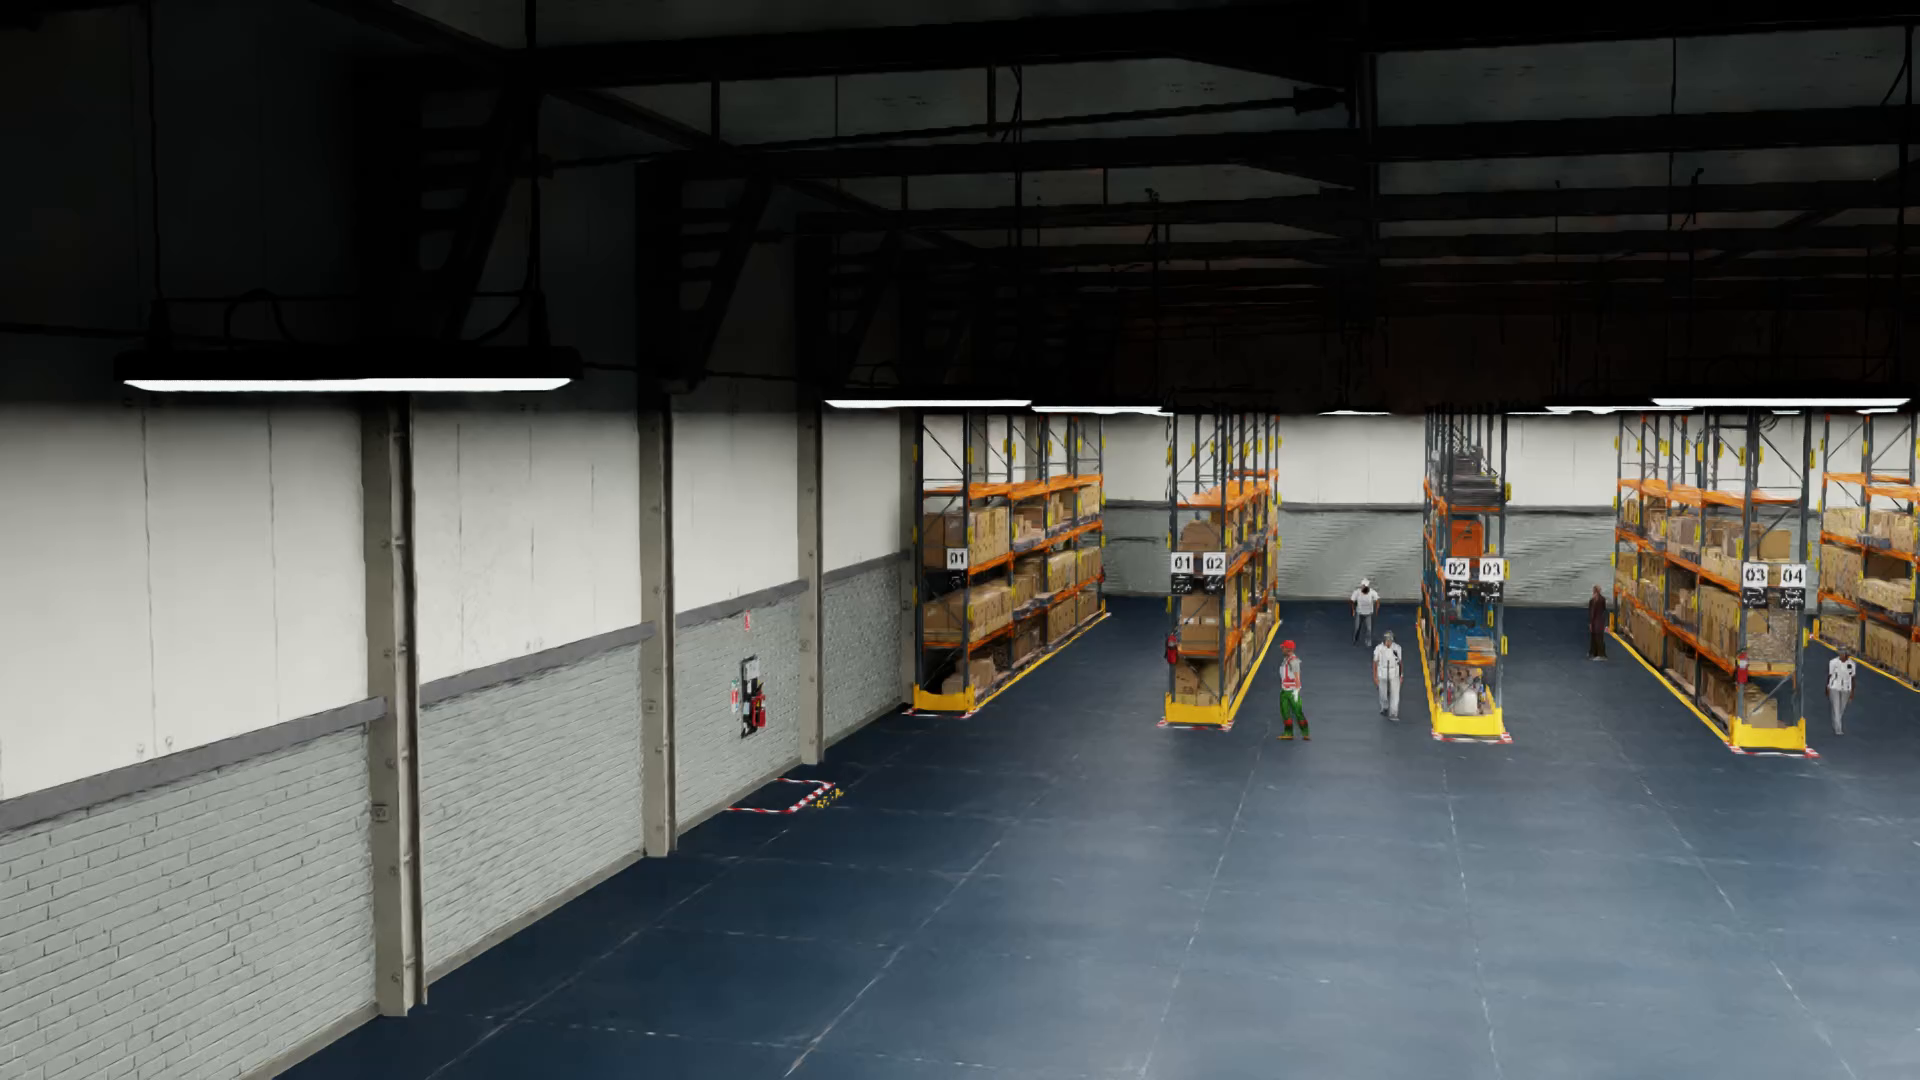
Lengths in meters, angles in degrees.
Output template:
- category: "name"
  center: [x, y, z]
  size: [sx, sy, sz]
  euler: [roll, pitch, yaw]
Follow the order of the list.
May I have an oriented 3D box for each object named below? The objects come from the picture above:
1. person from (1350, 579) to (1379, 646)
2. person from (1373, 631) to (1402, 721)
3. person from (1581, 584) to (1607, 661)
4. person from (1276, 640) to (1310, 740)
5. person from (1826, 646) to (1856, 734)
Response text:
- category: "person"
  center: [10.094, 1.777, 41.510]
  size: [0.719, 1.649, 0.578]
  euler: [1, 4, 12]
- category: "person"
  center: [8.101, 2.541, 31.514]
  size: [0.542, 1.675, 1.126]
  euler: [1, 4, 17]
- category: "person"
  center: [14.943, 1.928, 39.143]
  size: [0.642, 1.771, 0.691]
  euler: [3, 5, 33]
- category: "person"
  center: [5.928, 2.658, 29.570]
  size: [0.544, 1.783, 0.646]
  euler: [-1, 4, -13]
- category: "person"
  center: [15.982, 2.685, 30.137]
  size: [0.445, 1.590, 1.091]
  euler: [1, 4, 12]
